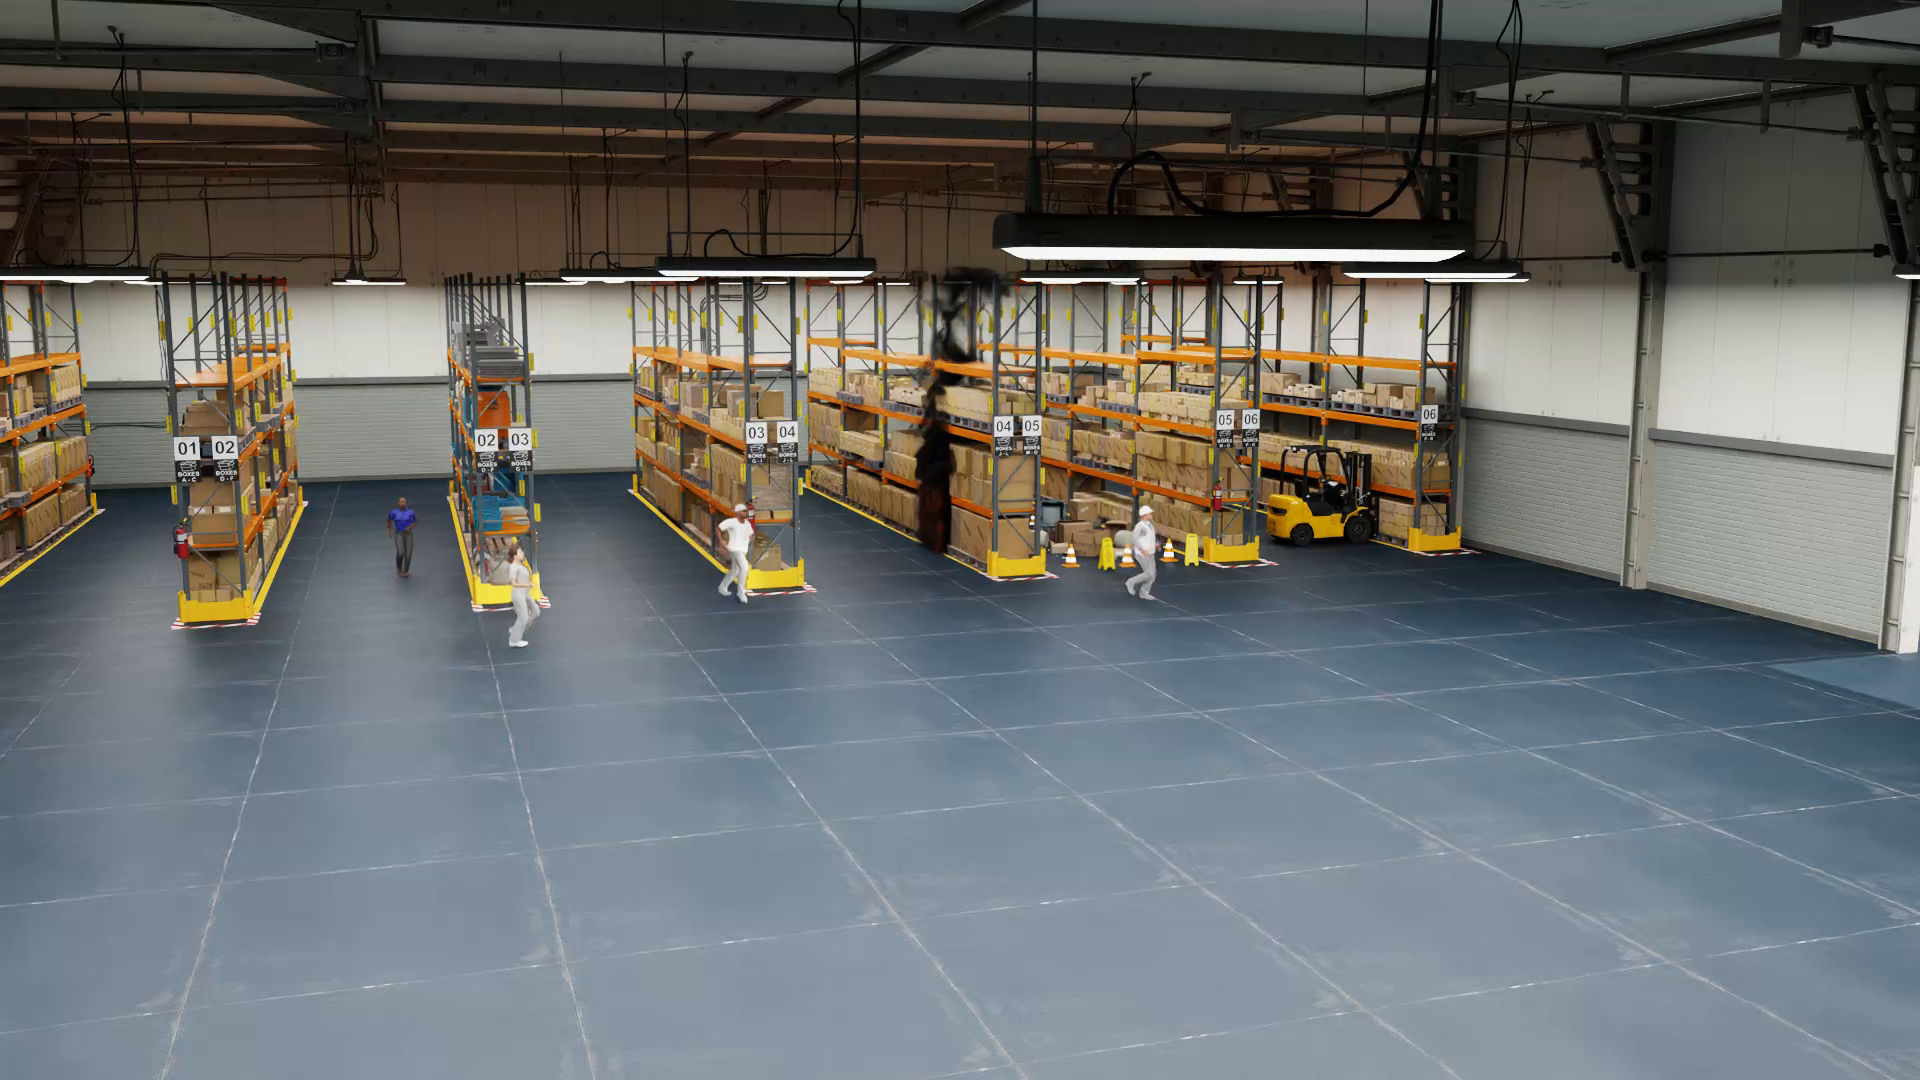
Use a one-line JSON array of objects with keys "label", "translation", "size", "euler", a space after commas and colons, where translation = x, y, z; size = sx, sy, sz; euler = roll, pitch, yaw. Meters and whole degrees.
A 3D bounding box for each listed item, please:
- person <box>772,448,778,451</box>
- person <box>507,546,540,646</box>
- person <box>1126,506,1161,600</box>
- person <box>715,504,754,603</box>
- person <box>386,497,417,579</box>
[{"label": "person", "translation": [-4.857, -2.009, 45.621], "size": [0.701, 1.759, 0.688], "euler": [-1, 9, -7]}, {"label": "person", "translation": [-6.992, 0.898, 26.674], "size": [0.544, 1.627, 0.554], "euler": [0, 9, 2]}, {"label": "person", "translation": [3.402, 0.233, 30.835], "size": [0.579, 1.748, 0.679], "euler": [4, 10, 26]}, {"label": "person", "translation": [-4.127, 0.222, 30.862], "size": [0.782, 1.788, 0.706], "euler": [4, 10, 27]}, {"label": "person", "translation": [-11.012, -0.043, 32.897], "size": [0.550, 1.626, 0.638], "euler": [-4, 10, -27]}]
